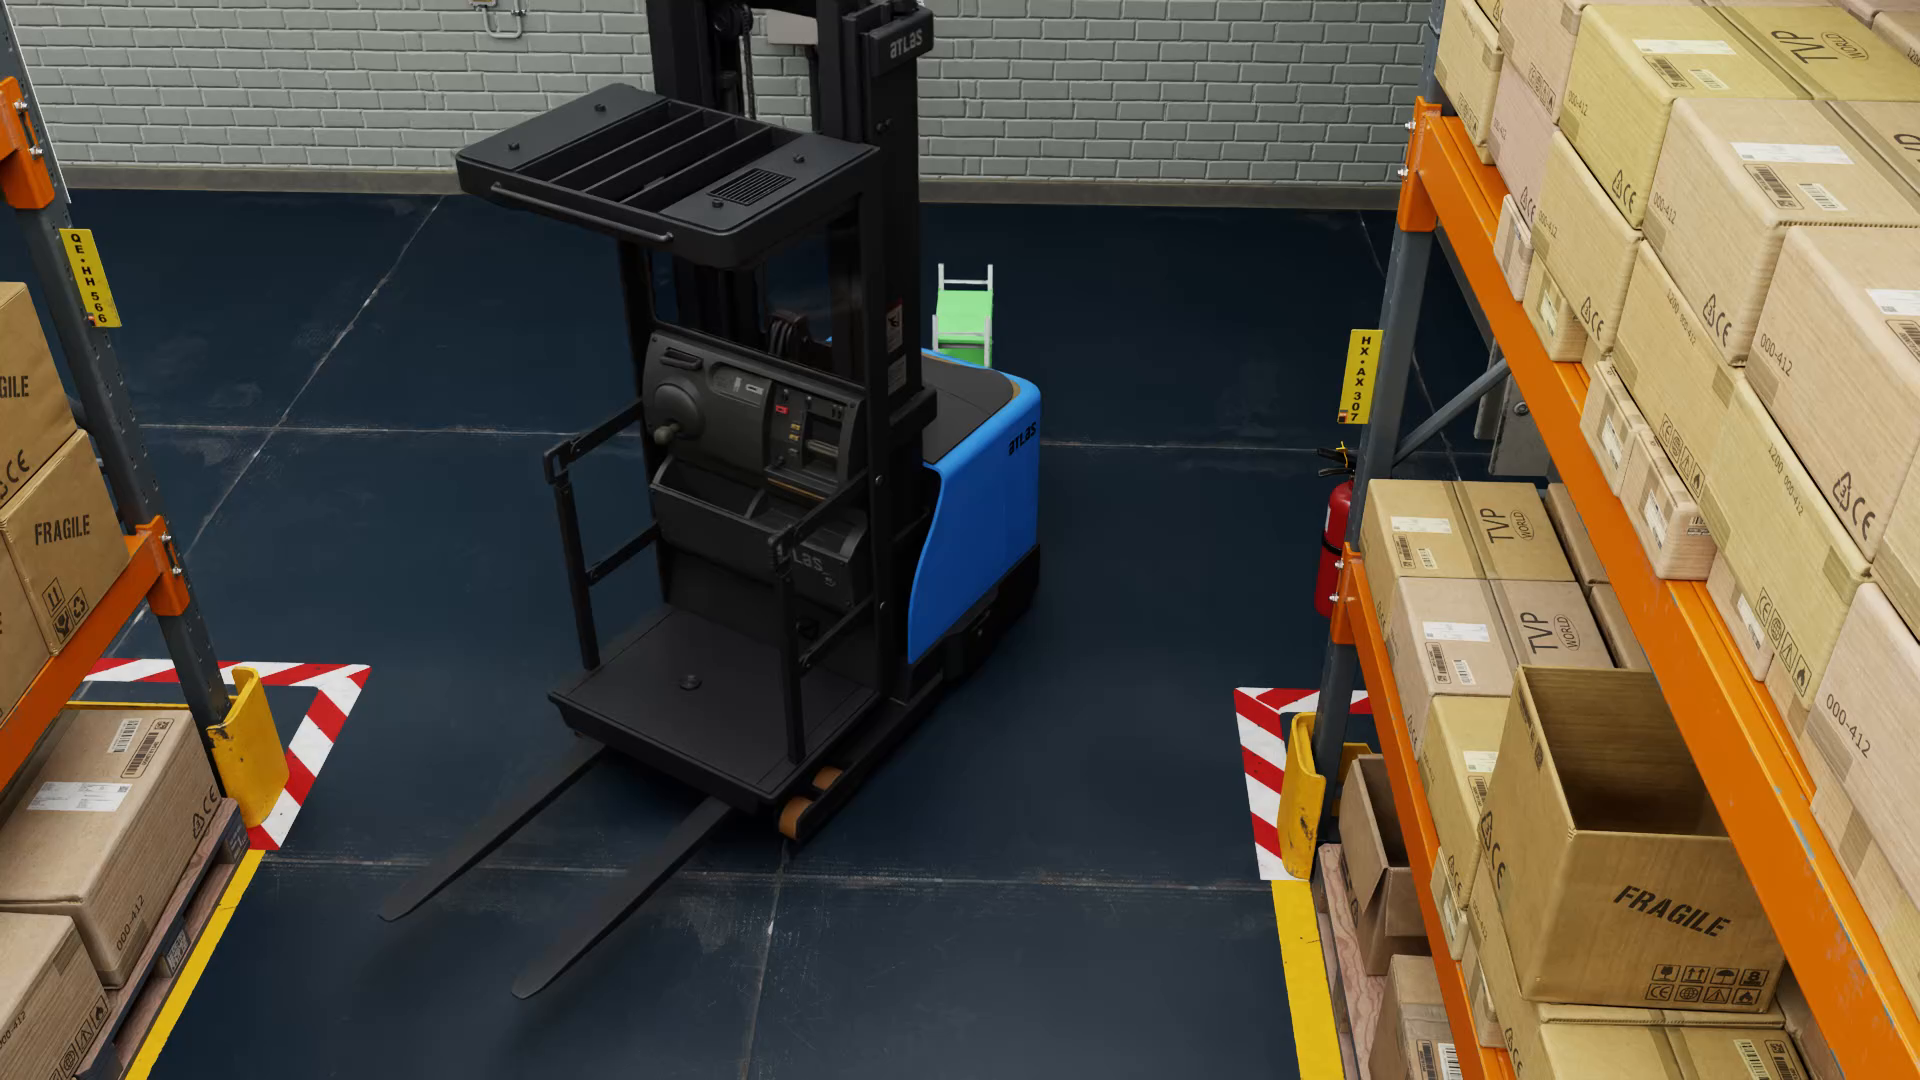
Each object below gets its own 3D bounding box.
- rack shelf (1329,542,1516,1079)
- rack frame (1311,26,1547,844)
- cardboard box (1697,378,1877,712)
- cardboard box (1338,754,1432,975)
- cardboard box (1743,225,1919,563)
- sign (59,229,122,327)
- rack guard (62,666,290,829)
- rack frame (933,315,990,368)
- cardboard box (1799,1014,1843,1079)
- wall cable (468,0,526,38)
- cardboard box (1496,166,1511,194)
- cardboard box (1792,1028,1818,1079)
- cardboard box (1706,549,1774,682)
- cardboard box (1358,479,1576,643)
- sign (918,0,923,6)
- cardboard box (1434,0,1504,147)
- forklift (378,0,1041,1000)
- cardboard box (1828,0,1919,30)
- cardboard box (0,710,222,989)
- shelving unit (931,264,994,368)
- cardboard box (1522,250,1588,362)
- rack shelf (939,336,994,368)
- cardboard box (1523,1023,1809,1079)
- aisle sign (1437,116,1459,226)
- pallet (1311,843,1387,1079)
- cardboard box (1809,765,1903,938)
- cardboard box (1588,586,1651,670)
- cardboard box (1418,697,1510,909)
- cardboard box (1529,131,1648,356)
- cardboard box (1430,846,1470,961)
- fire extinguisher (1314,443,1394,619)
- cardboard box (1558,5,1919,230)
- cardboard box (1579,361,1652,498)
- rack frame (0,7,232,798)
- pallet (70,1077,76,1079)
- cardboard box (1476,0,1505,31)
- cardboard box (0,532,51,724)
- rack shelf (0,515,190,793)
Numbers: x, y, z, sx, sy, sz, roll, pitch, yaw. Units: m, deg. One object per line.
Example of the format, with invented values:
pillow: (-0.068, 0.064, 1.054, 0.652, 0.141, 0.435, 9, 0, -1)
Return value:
rack shelf: (1.691, 1.312, 3.900, 1.077, 0.370, 4.000, 1, 35, 2)
rack frame: (1.771, -0.132, 5.328, 1.000, 3.000, 0.127, 1, 35, 2)
cardboard box: (1.422, 0.003, 2.400, 0.500, 0.250, 0.500, 2, 35, 3)
cardboard box: (1.652, 1.067, 5.429, 0.797, 0.503, 0.637, 0, 35, 0)
cardboard box: (1.431, -0.204, 2.260, 0.500, 0.250, 0.500, 2, 35, 3)
sign: (-2.647, -0.794, 5.058, 0.100, 0.325, 0.005, 1, 35, 2)
rack guard: (-3.188, 0.765, 6.227, 1.175, 0.500, 0.348, 1, 35, 2)
rack frame: (0.006, -0.454, 7.352, 0.240, 1.200, 0.015, 1, 35, 2)
cardboard box: (1.936, 0.950, 3.009, 0.500, 0.500, 0.500, 0, 35, 1)
wall cable: (-2.985, -3.913, 9.798, 0.585, 1.953, 0.123, 1, 35, 2)
cardboard box: (1.542, -0.927, 4.070, 0.380, 0.149, 0.250, 2, 35, 3)
cardboard box: (1.936, 1.243, 3.244, 0.500, 0.250, 0.500, 2, 35, 3)
cardboard box: (1.421, 0.095, 2.616, 0.380, 0.149, 0.250, 2, 35, 2)
cardboard box: (1.484, 0.063, 4.924, 0.500, 0.250, 0.500, 2, 35, 2)
sign: (-0.390, -3.421, 10.091, 0.329, 0.494, 0.001, 1, 35, 2)
cardboard box: (1.480, -1.170, 4.070, 0.500, 0.250, 0.500, 1, 35, 1)
forklift: (-0.864, -0.393, 5.761, 1.130, 2.935, 3.031, 20, 40, 26)
cardboard box: (2.011, -1.063, 3.482, 0.500, 0.250, 0.500, 0, 35, 0)
cardboard box: (-3.115, 1.014, 5.562, 0.875, 0.438, 0.875, 0, 35, 0)
shelving unit: (0.016, -0.594, 7.551, 0.258, 1.200, 0.503, 1, 35, 2)
cardboard box: (1.398, -0.489, 3.446, 0.380, 0.149, 0.250, 1, 35, 2)
rack shelf: (0.016, -0.738, 7.449, 0.258, 0.148, 0.480, 1, 35, 2)
cardboard box: (1.426, 1.234, 3.258, 0.500, 0.250, 0.500, 1, 35, 2)
aisle sign: (1.481, -1.241, 4.646, 0.394, 0.787, 0.004, 1, 35, 2)
pallet: (1.737, 1.511, 5.416, 1.003, 0.211, 1.213, 1, 35, 2)
cardboard box: (1.377, 0.393, 2.192, 0.380, 0.149, 0.250, 1, 35, 2)
cardboard box: (1.996, 0.375, 4.480, 0.500, 0.250, 0.500, 1, 35, 2)
cardboard box: (1.447, 0.644, 4.097, 0.500, 0.250, 0.500, 1, 35, 1)
cardboard box: (1.448, -0.584, 3.236, 0.500, 0.250, 0.500, 0, 35, 0)
cardboard box: (1.383, 0.893, 4.089, 0.380, 0.149, 0.250, 0, 35, 1)
fire extinguisher: (1.315, -0.042, 5.593, 0.296, 0.674, 0.183, 1, 35, 2)
cardboard box: (1.457, -0.794, 3.099, 0.500, 0.250, 0.500, 1, 35, 1)
cardboard box: (1.368, -0.200, 3.035, 0.380, 0.149, 0.250, 1, 35, 2)
rack frame: (-3.188, -0.244, 5.488, 1.000, 3.000, 0.127, 1, 35, 2)
pallet: (-3.194, 2.057, 4.639, 1.003, 0.211, 1.213, 1, 35, 2)
cardboard box: (1.503, -1.374, 3.925, 0.500, 0.250, 0.500, 1, 35, 1)
cardboard box: (-2.979, 0.286, 4.647, 0.500, 0.500, 0.500, 1, 35, 1)
rack shelf: (-3.269, 1.199, 4.060, 1.077, 0.370, 4.000, 1, 35, 2)
